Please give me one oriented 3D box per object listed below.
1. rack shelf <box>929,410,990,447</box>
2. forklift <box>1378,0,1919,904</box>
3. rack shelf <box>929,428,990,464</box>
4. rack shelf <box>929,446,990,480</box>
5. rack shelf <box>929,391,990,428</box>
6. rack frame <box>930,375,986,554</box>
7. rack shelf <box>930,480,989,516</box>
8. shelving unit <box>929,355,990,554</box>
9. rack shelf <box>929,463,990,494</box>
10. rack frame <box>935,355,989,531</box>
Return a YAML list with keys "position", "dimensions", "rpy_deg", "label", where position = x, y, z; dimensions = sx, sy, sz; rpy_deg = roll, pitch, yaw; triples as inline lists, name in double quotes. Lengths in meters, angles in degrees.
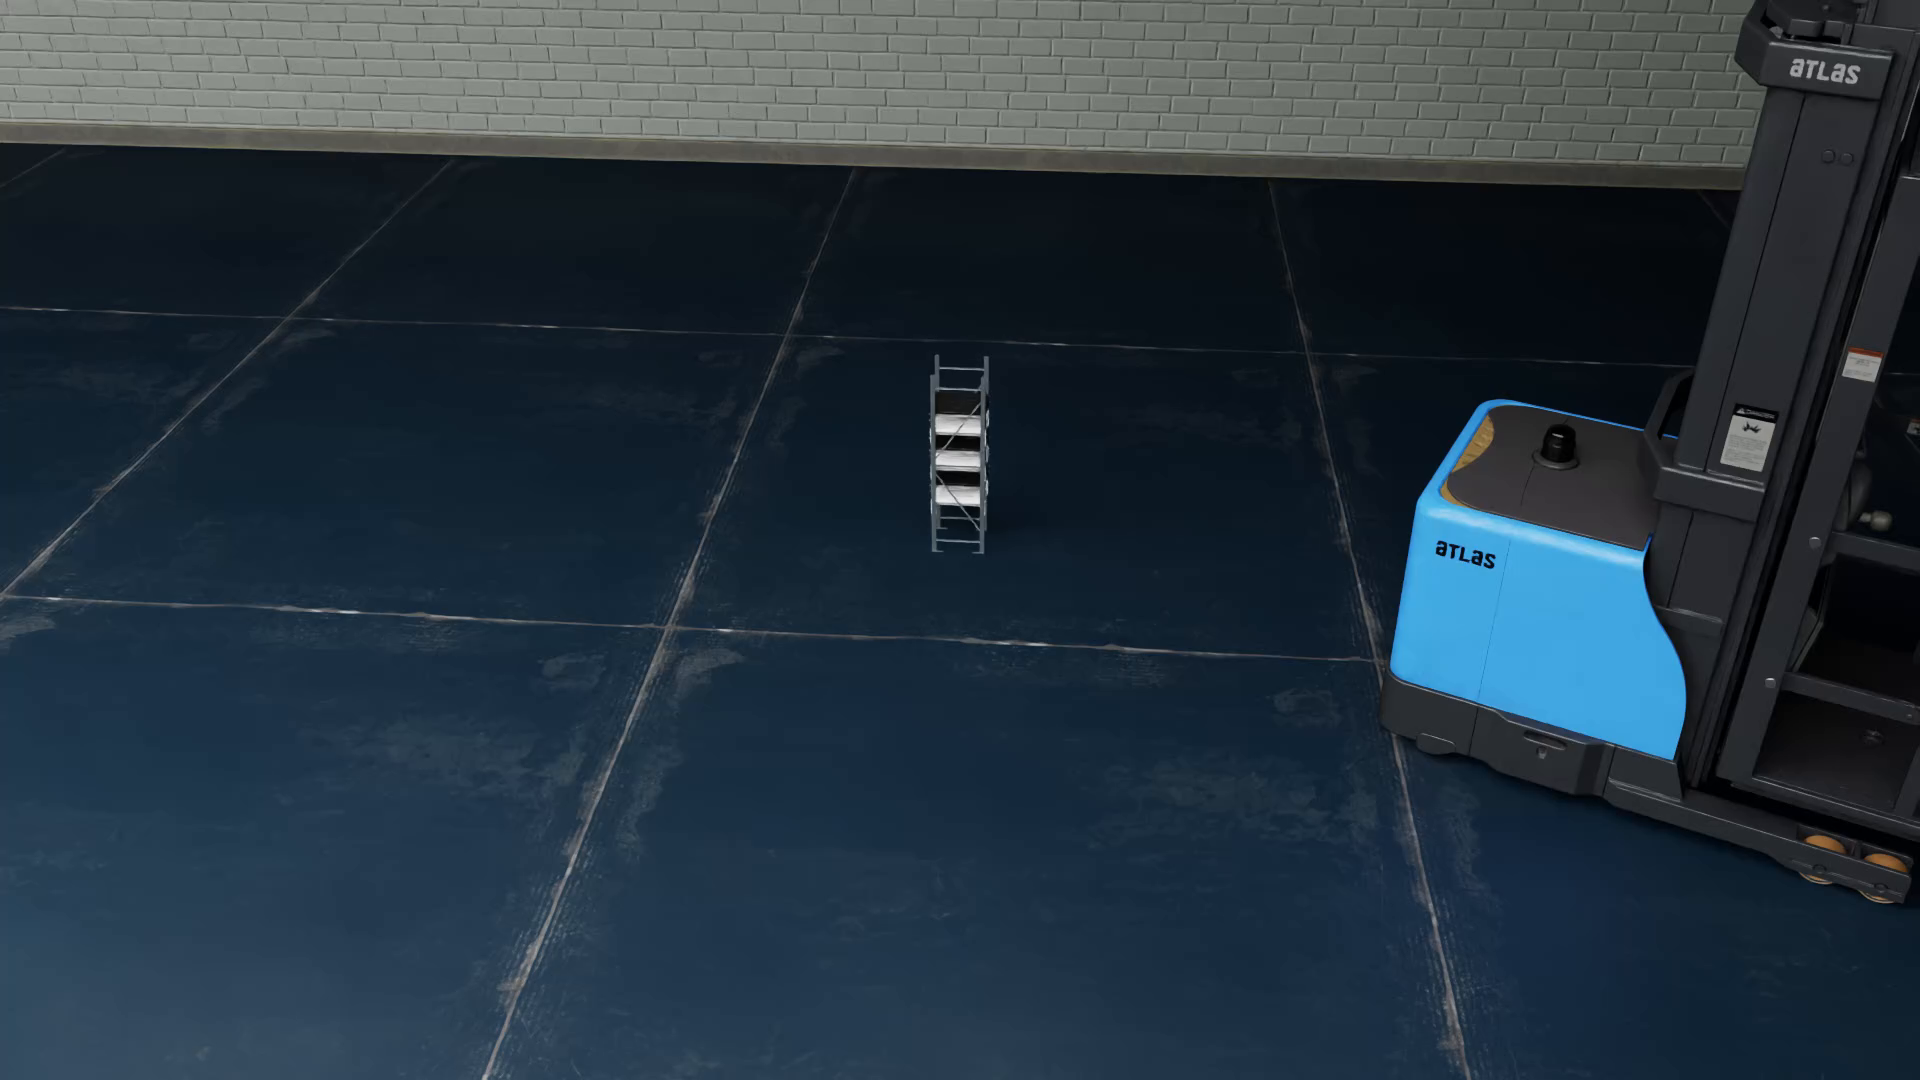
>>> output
- position: [-0.001, -0.504, 7.430]
  dimensions: [0.258, 0.077, 0.200]
  rpy_deg: [2, 32, 4]
  label: "rack shelf"
- position: [3.169, -0.319, 5.473]
  dimensions: [3.031, 2.935, 1.130]
  rpy_deg: [16, 35, 25]
  label: "forklift"
- position: [-0.001, -0.427, 7.477]
  dimensions: [0.258, 0.077, 0.200]
  rpy_deg: [2, 32, 4]
  label: "rack shelf"
- position: [-0.001, -0.350, 7.525]
  dimensions: [0.258, 0.077, 0.200]
  rpy_deg: [2, 32, 4]
  label: "rack shelf"
- position: [-0.001, -0.580, 7.383]
  dimensions: [0.258, 0.077, 0.200]
  rpy_deg: [2, 32, 4]
  label: "rack shelf"
- position: [-0.009, -0.326, 7.421]
  dimensions: [0.240, 0.900, 0.006]
  rpy_deg: [2, 32, 4]
  label: "rack frame"
- position: [-0.001, -0.197, 7.619]
  dimensions: [0.258, 0.077, 0.200]
  rpy_deg: [2, 32, 4]
  label: "rack shelf"
- position: [-0.001, -0.379, 7.507]
  dimensions: [0.258, 0.900, 0.210]
  rpy_deg: [2, 32, 4]
  label: "shelving unit"
- position: [-0.001, -0.274, 7.572]
  dimensions: [0.258, 0.077, 0.200]
  rpy_deg: [2, 32, 4]
  label: "rack shelf"
- position: [0.008, -0.432, 7.593]
  dimensions: [0.240, 0.900, 0.006]
  rpy_deg: [2, 32, 4]
  label: "rack frame"
